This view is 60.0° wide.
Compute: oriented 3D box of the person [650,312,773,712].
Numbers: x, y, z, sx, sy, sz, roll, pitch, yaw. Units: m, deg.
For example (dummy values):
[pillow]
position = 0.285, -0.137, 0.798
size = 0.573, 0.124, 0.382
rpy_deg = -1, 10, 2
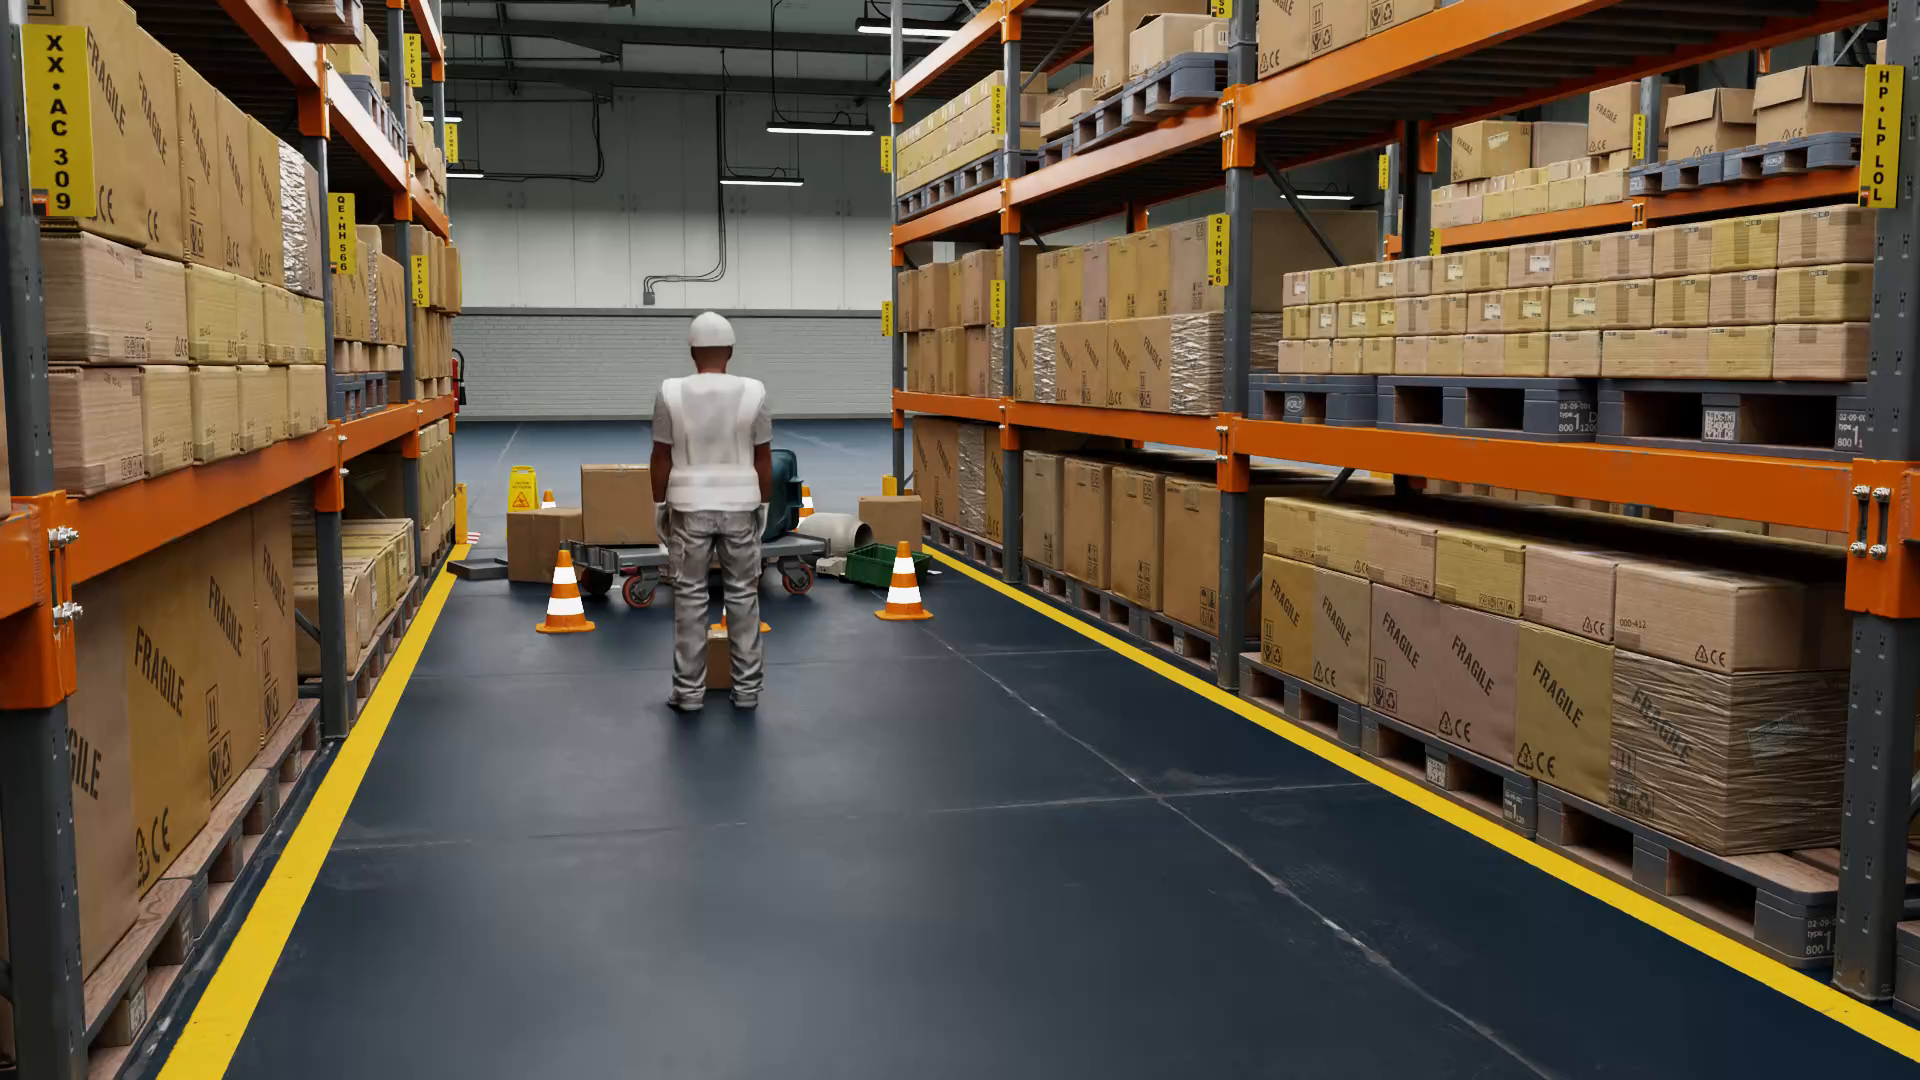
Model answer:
[person]
position = -1.121, -0.129, 7.523
size = 0.549, 1.789, 0.361
rpy_deg = -1, 6, -12
